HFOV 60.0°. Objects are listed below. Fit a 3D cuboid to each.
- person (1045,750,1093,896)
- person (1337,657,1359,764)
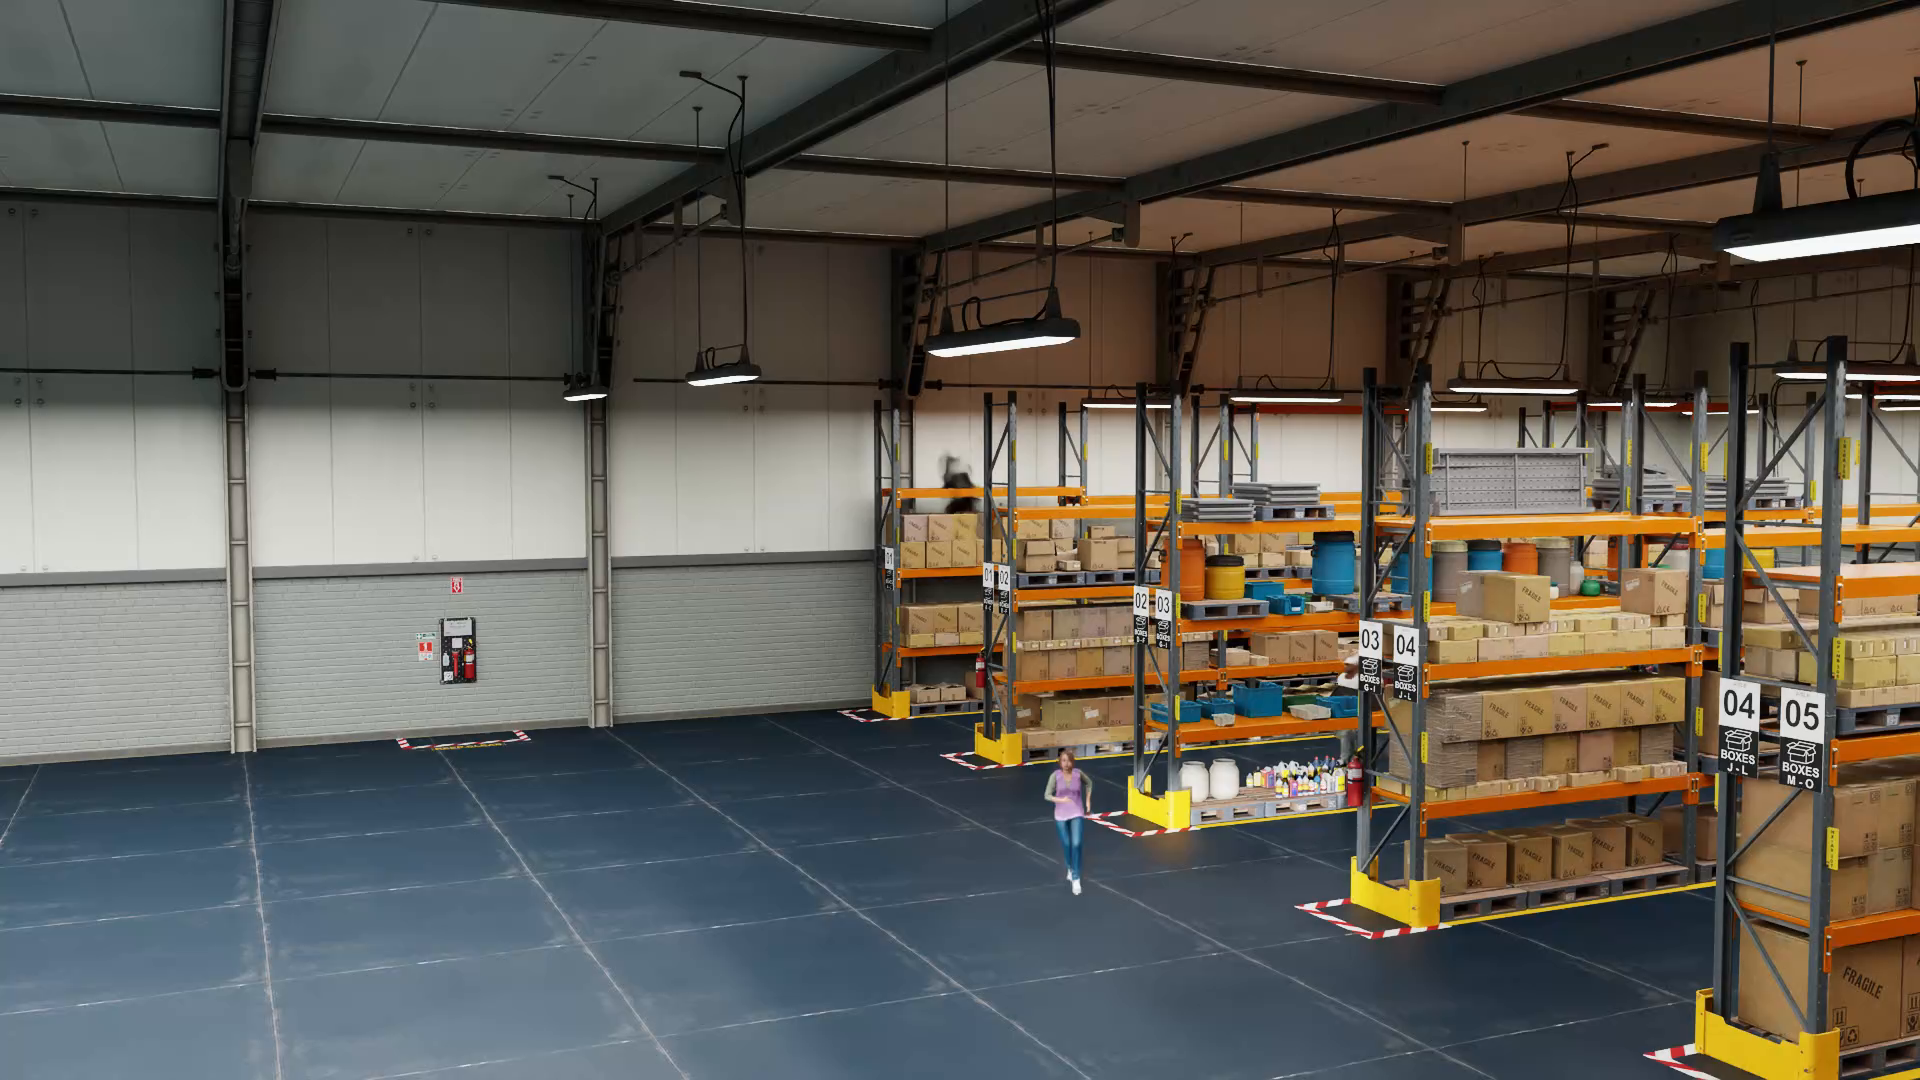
[{"bbox_3d":[1.261,3.245,19.293,0.529,1.638,0.670,1,3,9],"label":"person"},{"bbox_3d":[6.308,2.743,26.815,0.758,1.738,0.685,-2,4,-36],"label":"person"}]
